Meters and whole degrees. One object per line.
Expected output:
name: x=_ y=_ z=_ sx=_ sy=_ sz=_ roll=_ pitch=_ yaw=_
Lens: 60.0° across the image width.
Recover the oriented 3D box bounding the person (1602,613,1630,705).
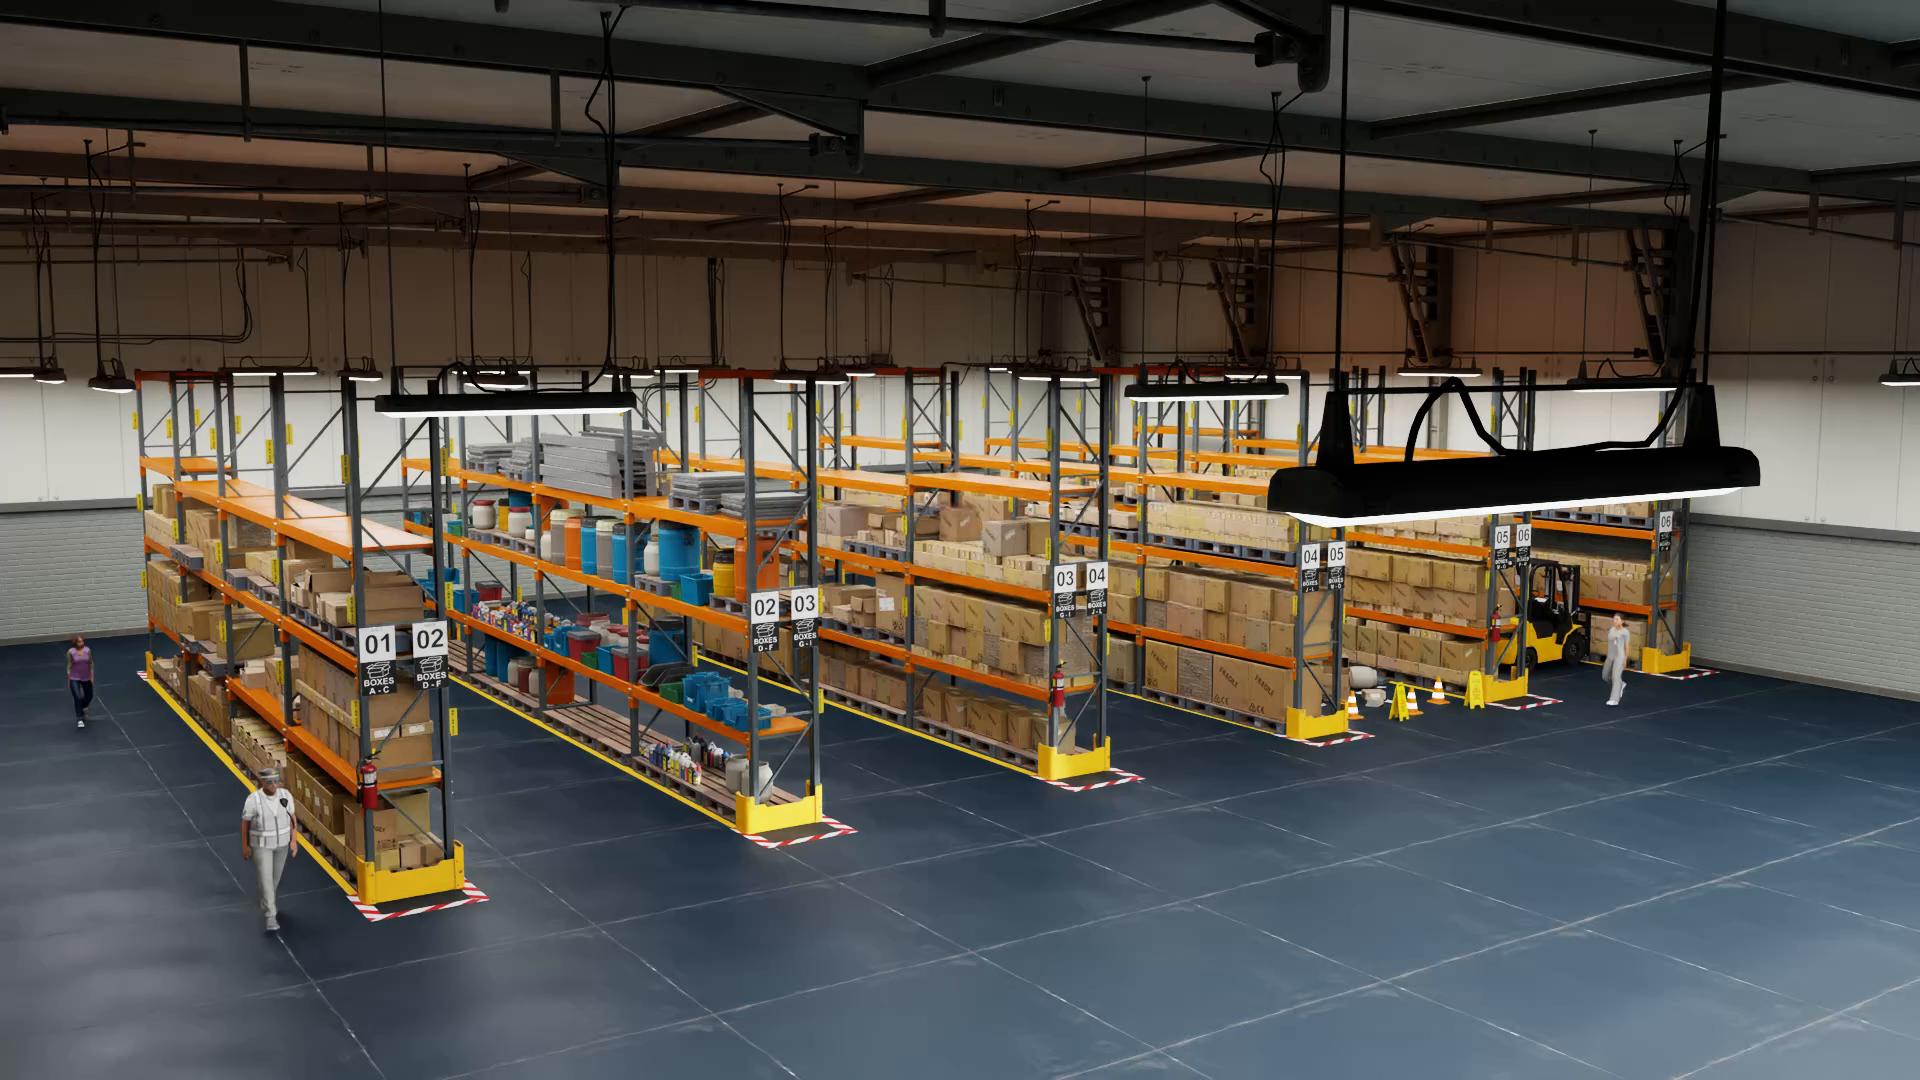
person: x=11.847 y=2.122 z=29.892 sx=0.663 sy=1.654 sz=0.456 roll=-4 pitch=8 yaw=-34

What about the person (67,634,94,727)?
person: x=-14.959 y=2.354 z=28.279 sx=0.419 sy=1.562 sz=0.768 roll=-5 pitch=8 yaw=-35

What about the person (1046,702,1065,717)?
person: x=1.558 y=2.350 z=27.858 sx=0.507 sy=1.679 sz=0.456 roll=-3 pitch=7 yaw=-23

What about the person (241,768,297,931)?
person: x=-7.637 y=3.375 z=18.470 sx=0.951 sy=1.713 sz=0.583 roll=6 pitch=9 yaw=41

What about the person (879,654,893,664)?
person: x=-1.411 y=1.831 z=32.719 sx=0.485 sy=1.602 sz=0.857 roll=-5 pitch=8 yaw=-35
